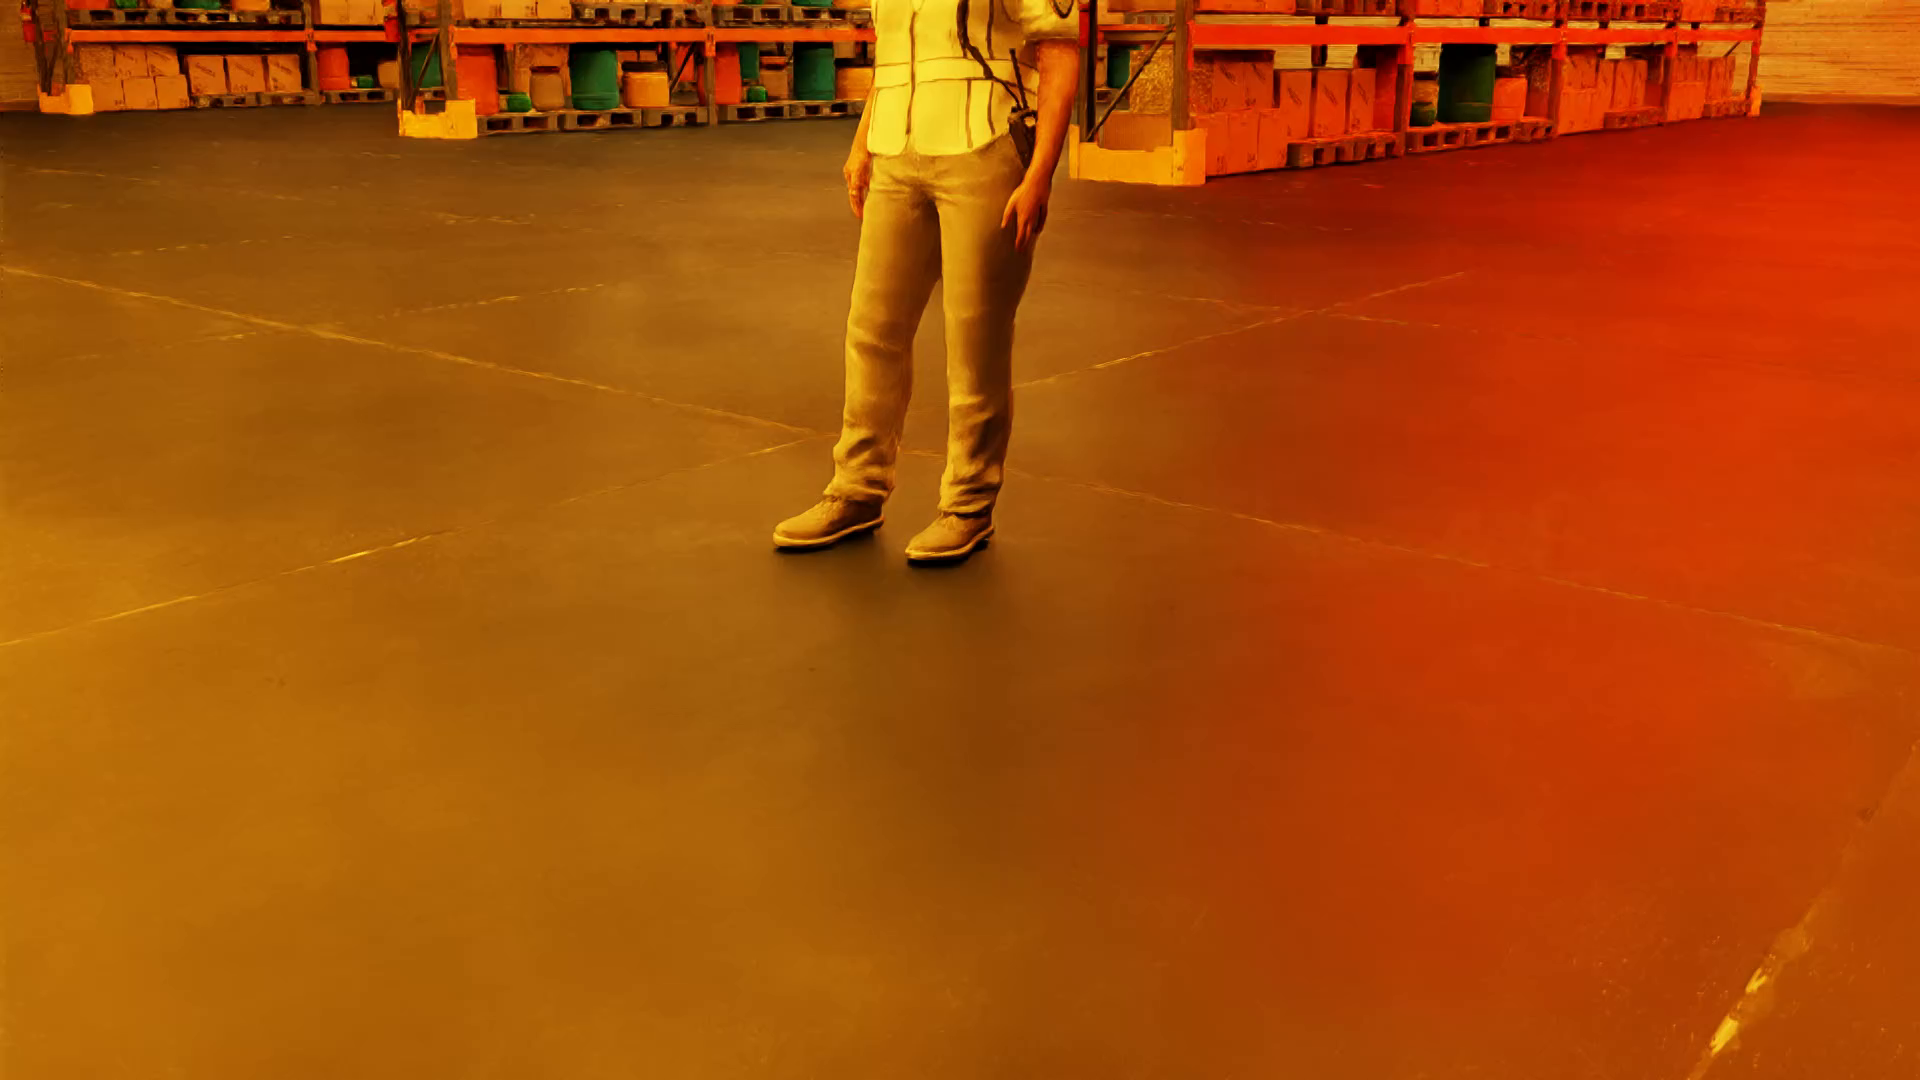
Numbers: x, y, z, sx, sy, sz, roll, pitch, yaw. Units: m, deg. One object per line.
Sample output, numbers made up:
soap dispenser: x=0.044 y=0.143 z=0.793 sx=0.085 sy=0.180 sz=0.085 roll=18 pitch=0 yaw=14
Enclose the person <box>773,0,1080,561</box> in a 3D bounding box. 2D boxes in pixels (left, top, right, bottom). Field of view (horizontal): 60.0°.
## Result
person: x=-0.066 y=-0.791 z=3.655 sx=0.598 sy=1.669 sz=0.529 roll=13 pitch=21 yaw=37
